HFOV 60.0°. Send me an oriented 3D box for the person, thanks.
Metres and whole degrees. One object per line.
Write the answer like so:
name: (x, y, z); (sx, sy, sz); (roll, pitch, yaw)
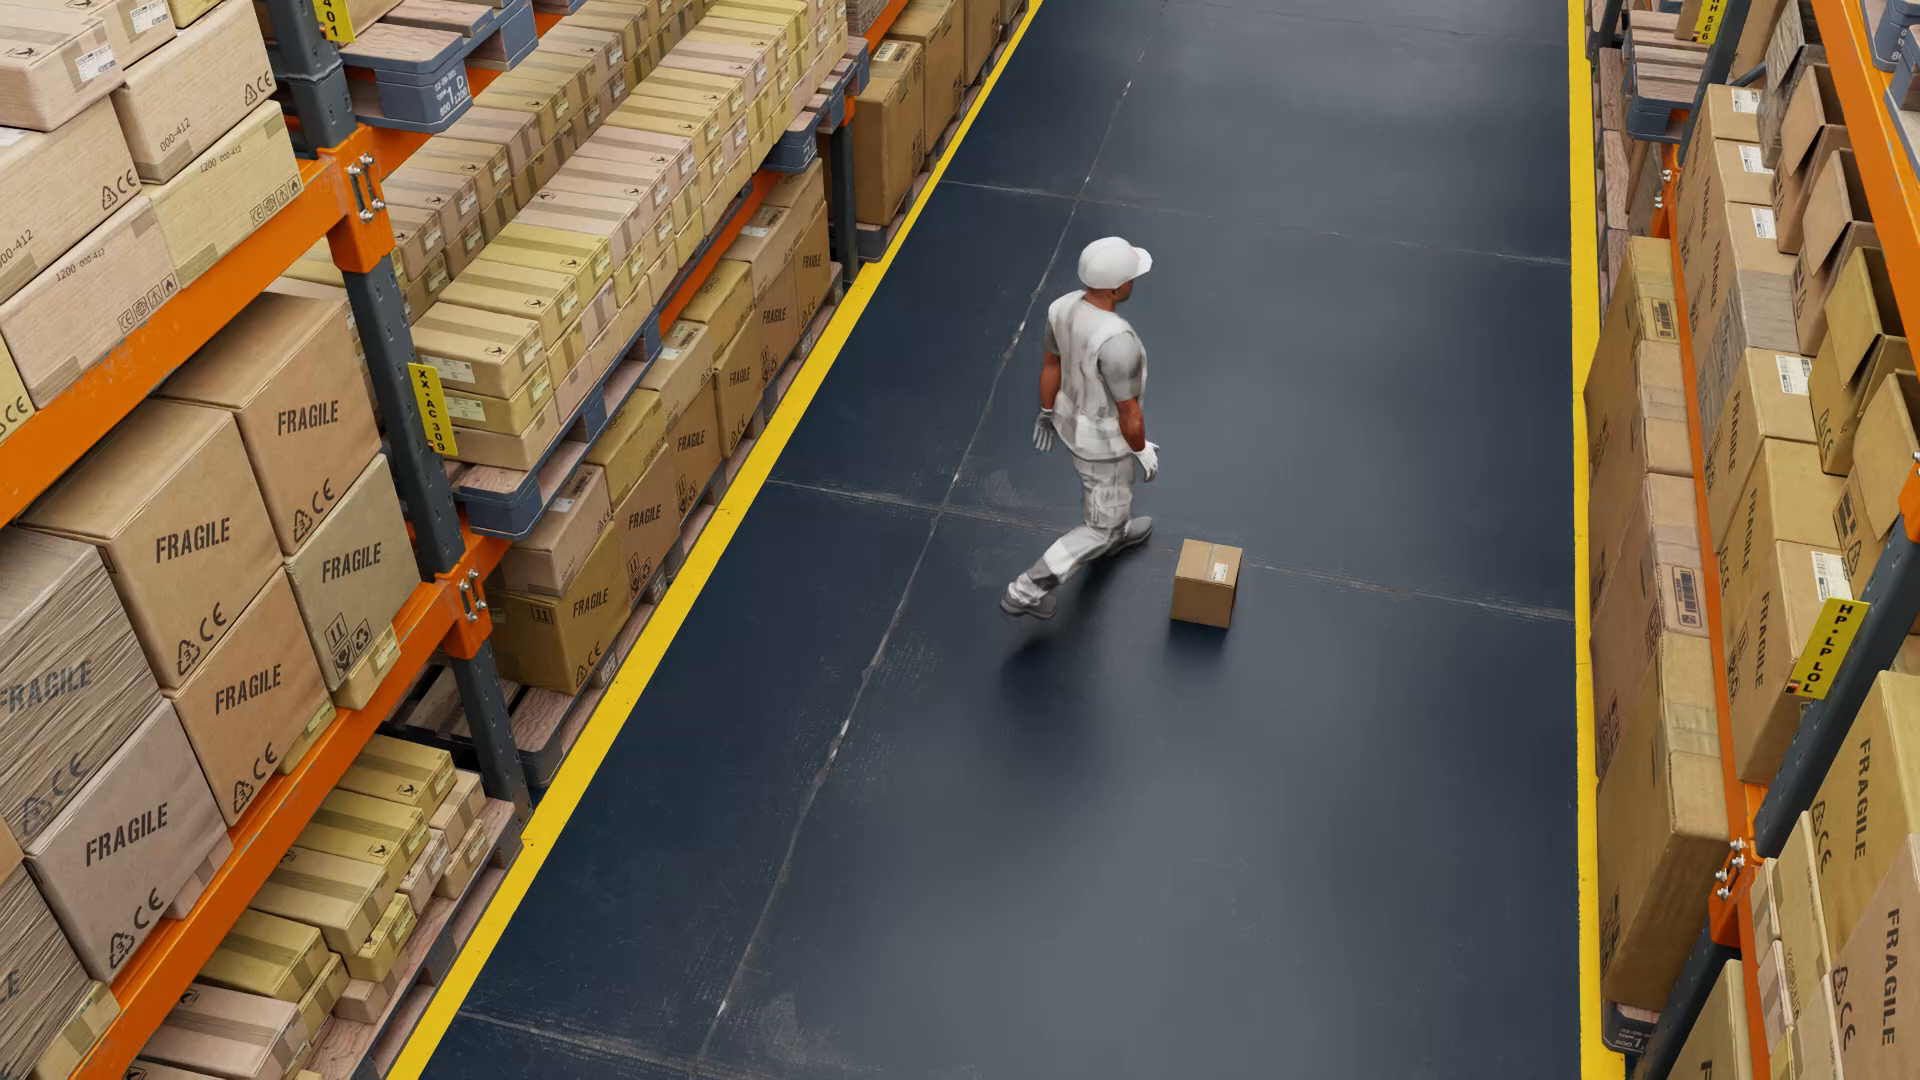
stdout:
person: (0.529, -0.450, 6.673); (0.907, 1.764, 0.589); (-13, 42, -15)
